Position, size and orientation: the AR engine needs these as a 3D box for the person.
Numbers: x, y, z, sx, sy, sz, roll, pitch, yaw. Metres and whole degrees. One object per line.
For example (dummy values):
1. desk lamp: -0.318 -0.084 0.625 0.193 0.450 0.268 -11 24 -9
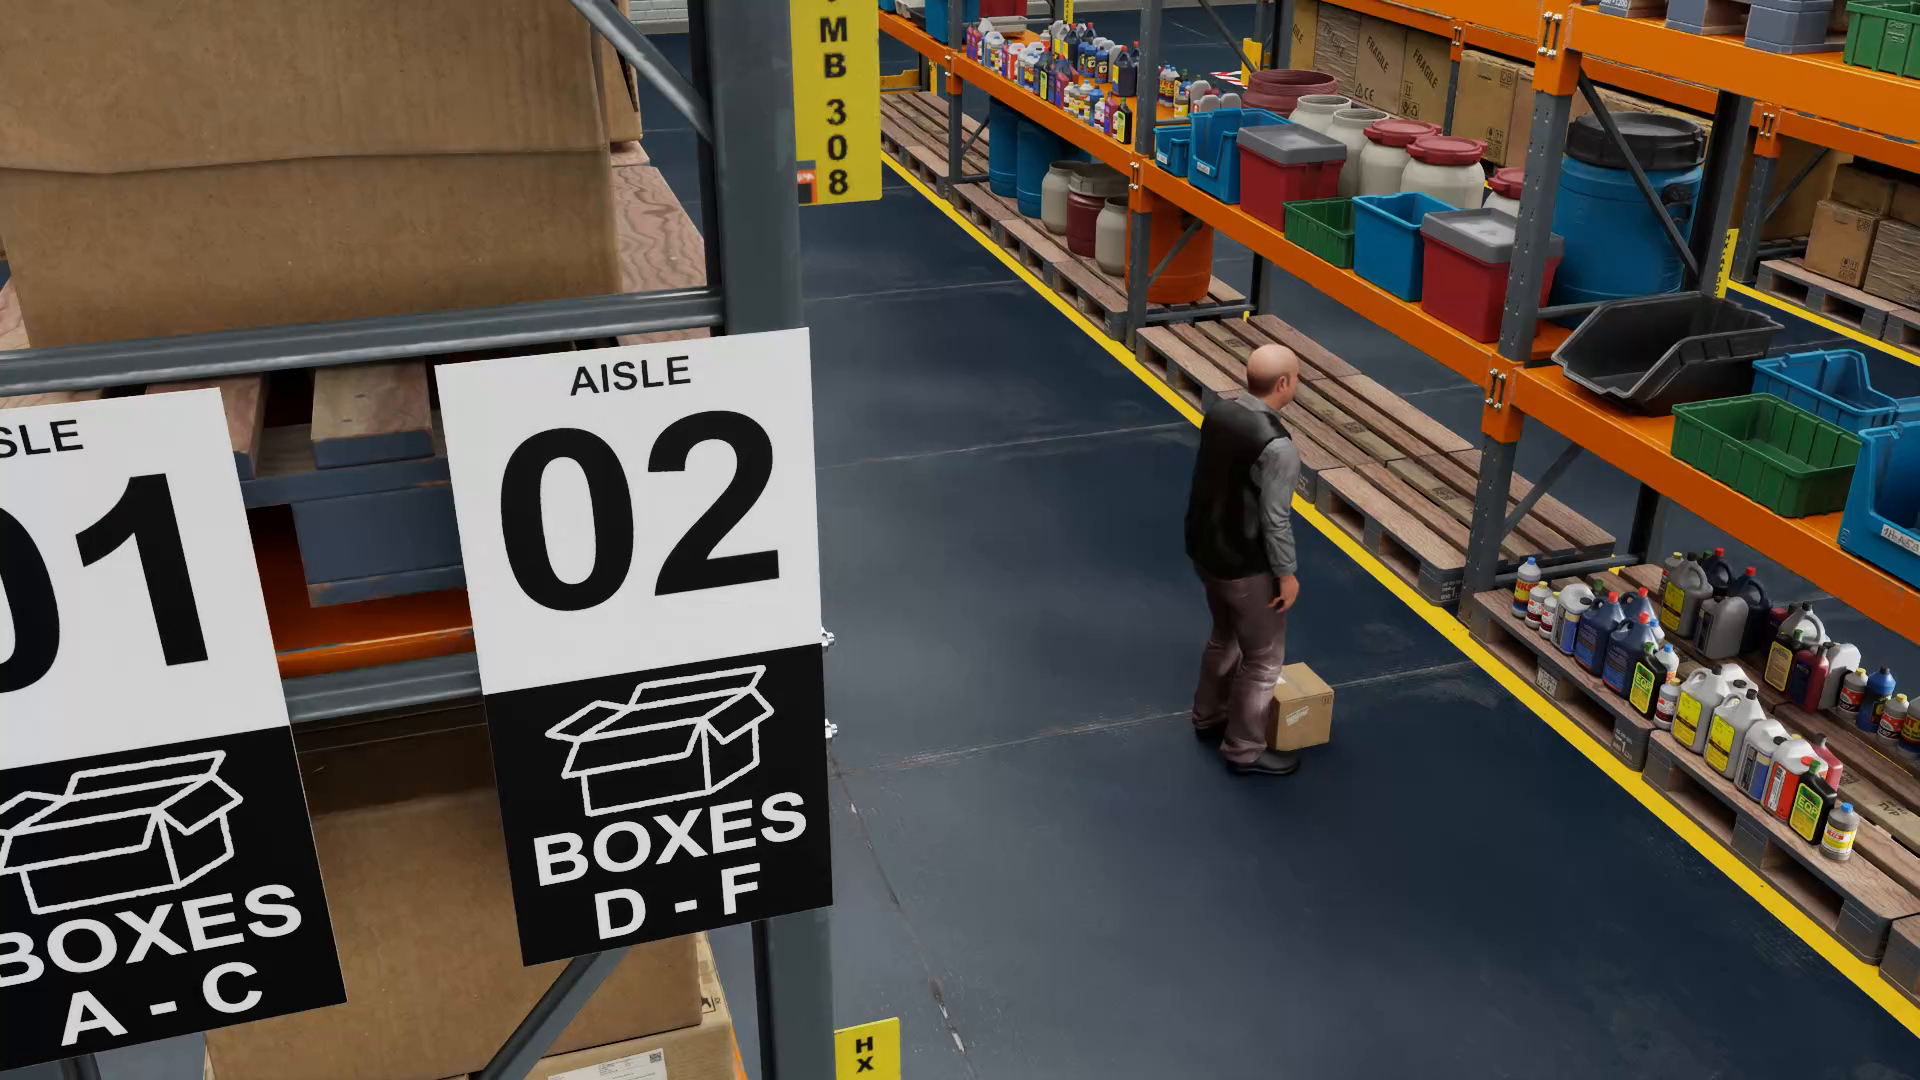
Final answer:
1. person: 1.101 0.072 6.494 0.426 1.720 0.593 -10 28 -19
